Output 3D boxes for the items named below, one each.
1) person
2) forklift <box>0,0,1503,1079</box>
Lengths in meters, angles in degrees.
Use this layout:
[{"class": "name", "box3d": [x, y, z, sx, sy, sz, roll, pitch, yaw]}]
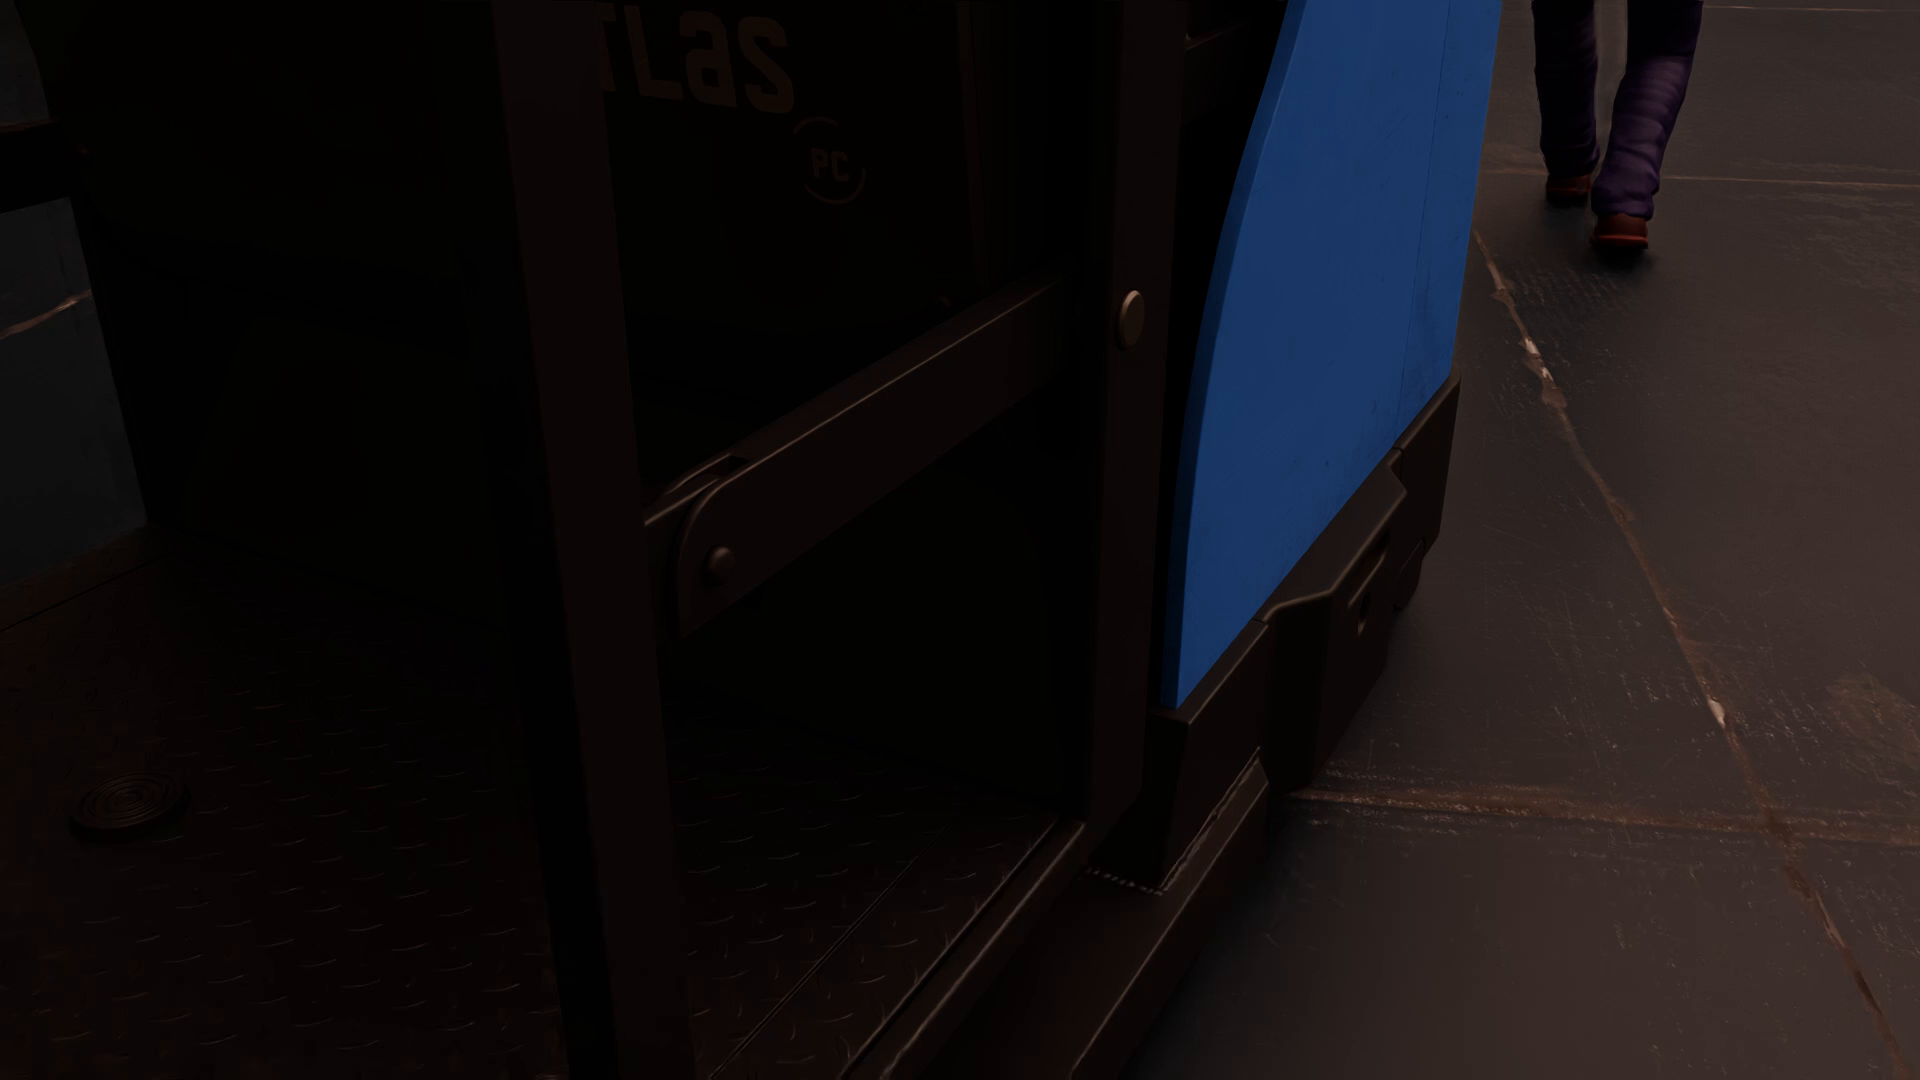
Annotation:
[{"class": "person", "box3d": [1.510, -1.453, 3.700, 0.498, 1.594, 0.900, 4, 27, 8]}, {"class": "forklift", "box3d": [-0.473, -0.814, 0.847, 1.130, 2.935, 3.031, 14, 30, 26]}]
